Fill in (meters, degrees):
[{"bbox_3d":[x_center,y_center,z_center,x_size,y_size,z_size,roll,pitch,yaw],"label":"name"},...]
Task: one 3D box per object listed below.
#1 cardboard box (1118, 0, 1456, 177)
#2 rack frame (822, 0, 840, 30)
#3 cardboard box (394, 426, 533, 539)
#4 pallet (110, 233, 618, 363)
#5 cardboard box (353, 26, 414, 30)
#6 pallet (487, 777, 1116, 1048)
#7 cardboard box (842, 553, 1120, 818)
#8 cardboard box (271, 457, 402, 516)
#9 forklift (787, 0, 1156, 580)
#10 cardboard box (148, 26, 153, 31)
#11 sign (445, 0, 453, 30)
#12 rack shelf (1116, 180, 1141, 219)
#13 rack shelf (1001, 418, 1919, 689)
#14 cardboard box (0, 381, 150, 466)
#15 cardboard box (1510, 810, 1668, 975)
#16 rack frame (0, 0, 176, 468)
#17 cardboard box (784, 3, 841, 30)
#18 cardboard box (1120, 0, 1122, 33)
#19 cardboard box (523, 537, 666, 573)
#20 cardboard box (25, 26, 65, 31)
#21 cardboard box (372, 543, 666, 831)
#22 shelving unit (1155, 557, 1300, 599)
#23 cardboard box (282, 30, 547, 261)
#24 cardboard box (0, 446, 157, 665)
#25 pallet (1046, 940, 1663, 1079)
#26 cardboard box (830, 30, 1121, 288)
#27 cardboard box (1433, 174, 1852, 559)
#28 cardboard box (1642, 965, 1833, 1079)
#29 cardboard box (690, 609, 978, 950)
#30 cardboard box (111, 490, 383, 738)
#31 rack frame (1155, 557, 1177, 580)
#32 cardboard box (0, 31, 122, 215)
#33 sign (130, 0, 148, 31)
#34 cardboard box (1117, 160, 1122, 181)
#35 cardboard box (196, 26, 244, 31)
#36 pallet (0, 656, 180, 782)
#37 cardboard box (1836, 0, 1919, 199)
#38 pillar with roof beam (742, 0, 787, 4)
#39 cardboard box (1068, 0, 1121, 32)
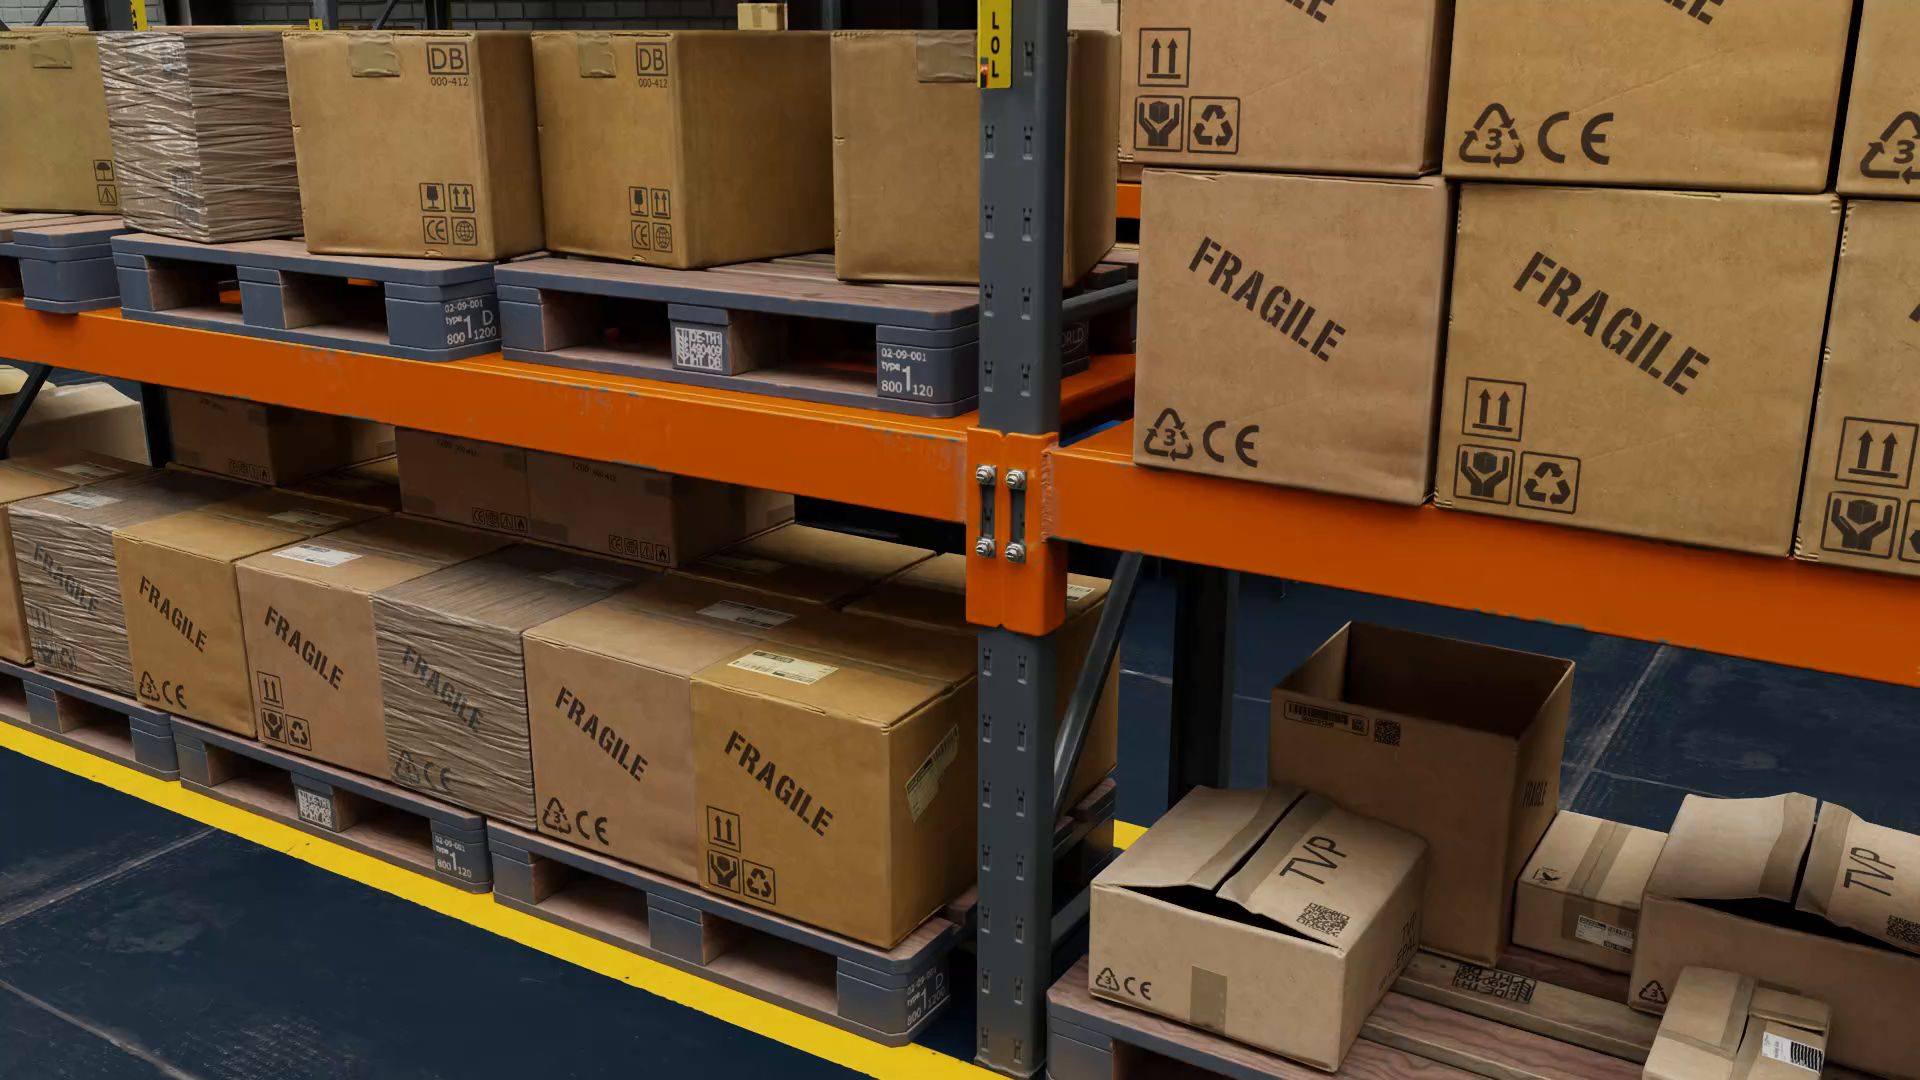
[{"bbox_3d":[0.598,-0.869,2.689,0.500,0.500,0.500,11,20,31],"label":"cardboard box"},{"bbox_3d":[-0.475,-2.320,9.358,0.127,3.000,1.000,10,20,30],"label":"rack frame"},{"bbox_3d":[-1.220,-0.220,4.697,0.500,0.250,0.500,10,19,29],"label":"cardboard box"},{"bbox_3d":[-1.405,-0.706,4.375,1.213,0.211,1.003,10,20,30],"label":"pallet"},{"bbox_3d":[-4.175,-3.348,11.676,0.500,0.500,0.500,10,19,29],"label":"cardboard box"},{"bbox_3d":[-0.369,0.736,4.096,1.213,0.211,1.003,10,20,30],"label":"pallet"},{"bbox_3d":[0.059,0.367,4.054,0.500,0.500,0.500,9,19,28],"label":"cardboard box"},{"bbox_3d":[-1.704,0.056,5.080,0.500,0.500,0.500,9,19,28],"label":"cardboard box"},{"bbox_3d":[-0.554,-1.486,6.731,3.031,2.935,1.130,9,19,26],"label":"forklift"},{"bbox_3d":[-5.744,-3.453,12.021,0.500,0.500,0.500,11,20,32],"label":"cardboard box"},{"bbox_3d":[-3.596,-3.620,11.647,0.005,0.325,0.100,10,20,30],"label":"sign"},{"bbox_3d":[1.229,-1.672,8.461,4.000,0.370,1.077,10,20,30],"label":"rack shelf"},{"bbox_3d":[2.048,0.164,2.417,4.000,0.370,1.077,10,20,30],"label":"rack shelf"},{"bbox_3d":[-3.357,-0.399,6.076,0.500,0.311,0.500,11,20,32],"label":"cardboard box"},{"bbox_3d":[1.329,0.728,3.472,0.250,0.149,0.380,10,20,30],"label":"cardboard box"},{"bbox_3d":[-3.064,-1.093,5.317,0.127,3.000,1.000,10,20,30],"label":"rack frame"},{"bbox_3d":[-0.785,-2.934,9.333,0.250,0.149,0.380,7,18,23],"label":"cardboard box"},{"bbox_3d":[1.102,-2.513,7.985,0.500,0.250,0.500,10,19,29],"label":"cardboard box"},{"bbox_3d":[-0.823,0.211,4.569,0.500,0.500,0.500,10,20,31],"label":"cardboard box"},{"bbox_3d":[-6.627,-3.609,12.534,0.500,0.500,0.500,10,20,30],"label":"cardboard box"},{"bbox_3d":[-1.070,0.344,4.133,0.500,0.500,0.500,10,20,31],"label":"cardboard box"},{"bbox_3d":[1.026,-0.419,6.197,0.503,1.200,0.258,9,19,26],"label":"shelving unit"},{"bbox_3d":[-1.194,-0.986,4.073,0.500,0.500,0.700,5,18,16],"label":"cardboard box"},{"bbox_3d":[-2.826,0.033,5.156,0.500,0.500,0.500,11,20,32],"label":"cardboard box"},{"bbox_3d":[0.929,0.955,3.375,1.213,0.211,1.003,10,20,30],"label":"pallet"},{"bbox_3d":[0.057,-0.860,3.658,0.500,0.500,0.700,4,17,12],"label":"cardboard box"},{"bbox_3d":[1.074,-0.310,2.568,0.500,0.500,0.500,11,20,31],"label":"cardboard box"},{"bbox_3d":[1.331,0.908,2.850,0.250,0.166,0.380,10,20,30],"label":"cardboard box"},{"bbox_3d":[-0.226,0.497,3.627,0.500,0.500,0.500,10,20,30],"label":"cardboard box"},{"bbox_3d":[-1.952,0.189,4.643,0.500,0.500,0.500,10,19,29],"label":"cardboard box"},{"bbox_3d":[0.810,-0.452,6.306,0.015,1.200,0.240,9,19,26],"label":"rack frame"},{"bbox_3d":[-2.469,-1.273,5.018,0.500,0.500,0.700,4,17,12],"label":"cardboard box"},{"bbox_3d":[-2.789,-1.745,5.608,0.005,0.325,0.100,10,20,30],"label":"sign"},{"bbox_3d":[0.795,-1.913,8.416,0.250,0.149,0.380,10,20,31],"label":"cardboard box"},{"bbox_3d":[-4.877,-3.295,11.501,0.500,0.500,0.500,10,20,30],"label":"cardboard box"},{"bbox_3d":[-2.448,0.365,5.318,1.213,0.211,1.003,10,20,30],"label":"pallet"},{"bbox_3d":[1.476,-0.712,2.173,0.500,0.500,0.500,9,19,28],"label":"cardboard box"},{"bbox_3d":[-3.383,-4.536,6.332,0.400,9.000,9.100,10,20,30],"label":"pillar with roof beam"},{"bbox_3d":[0.663,-2.589,8.235,0.500,0.250,0.500,10,20,30],"label":"cardboard box"}]
